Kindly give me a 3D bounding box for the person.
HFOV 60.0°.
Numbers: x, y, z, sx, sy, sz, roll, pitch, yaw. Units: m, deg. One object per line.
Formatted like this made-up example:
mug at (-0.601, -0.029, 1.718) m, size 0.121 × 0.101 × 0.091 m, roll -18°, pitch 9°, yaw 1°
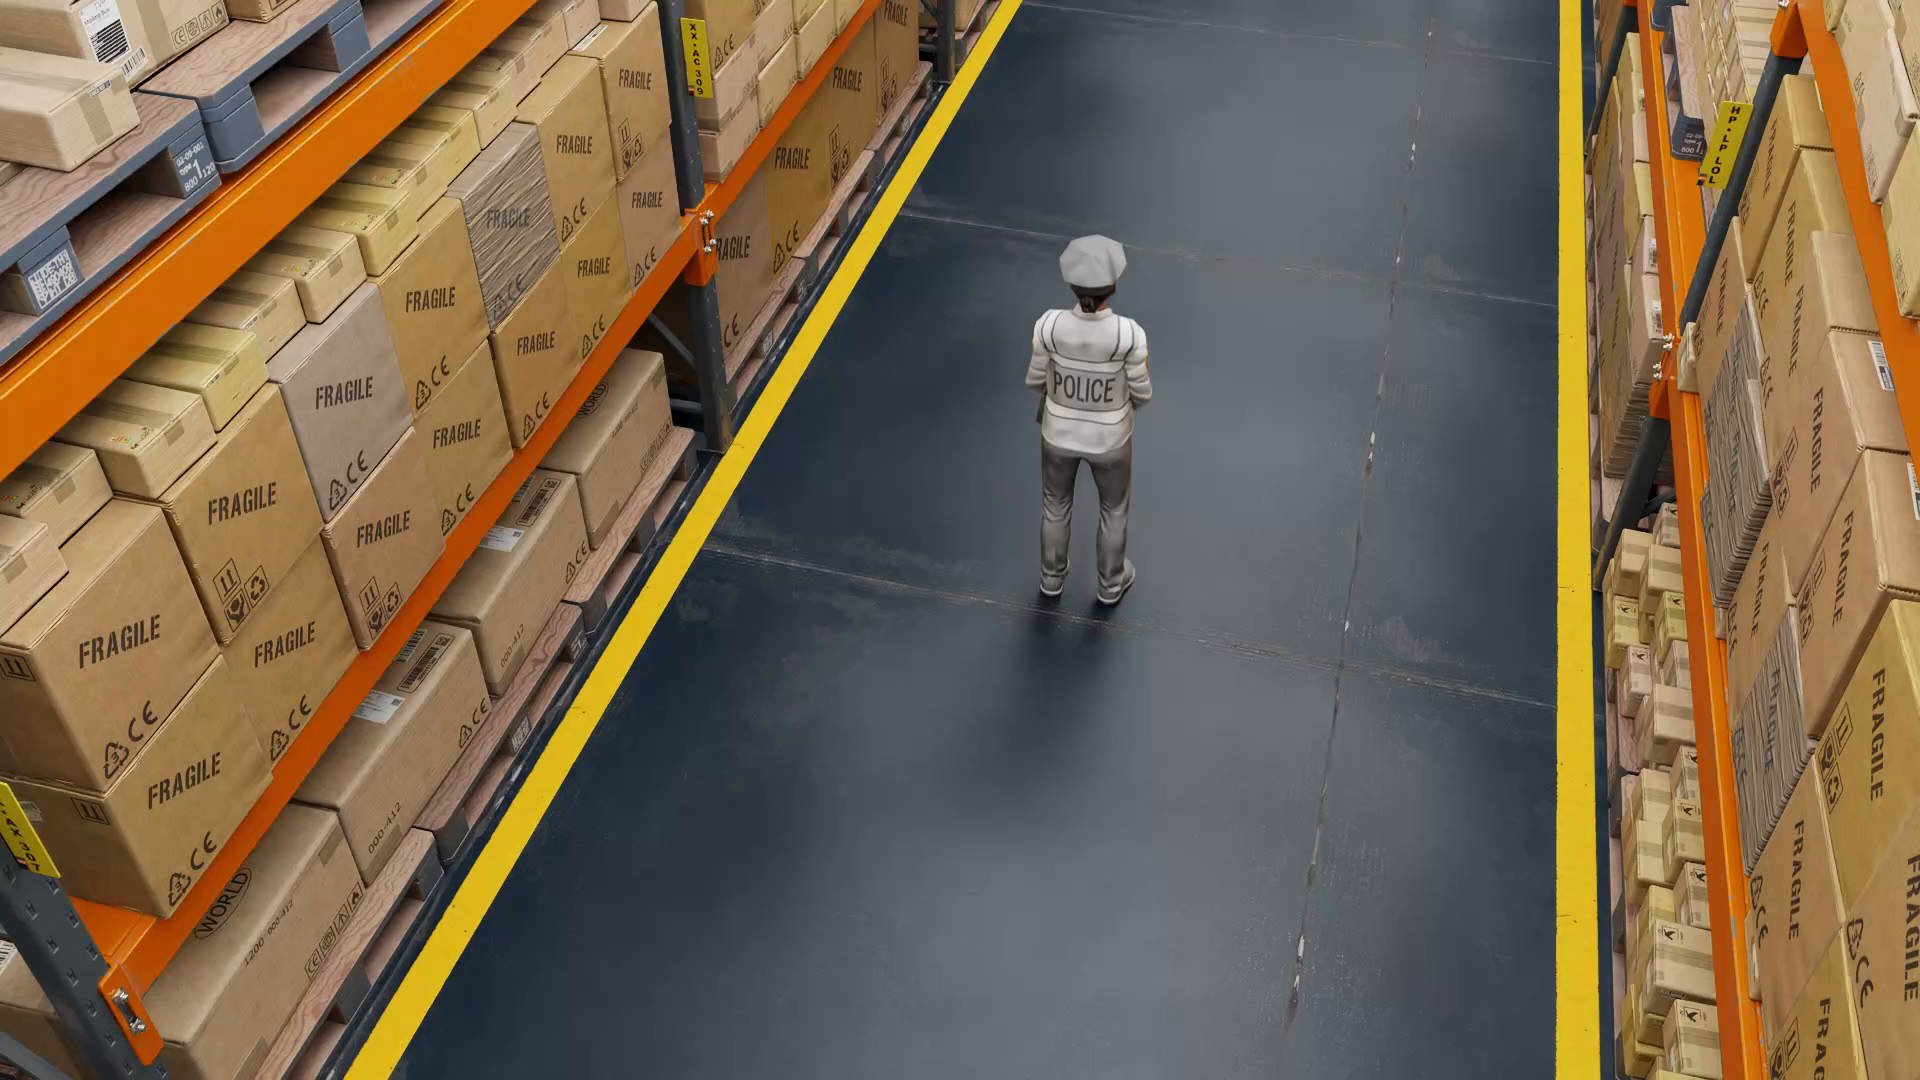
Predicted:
person at (0.513, -0.462, 6.666) m, size 0.498 × 1.686 × 0.424 m, roll 9°, pitch 42°, yaw 11°
